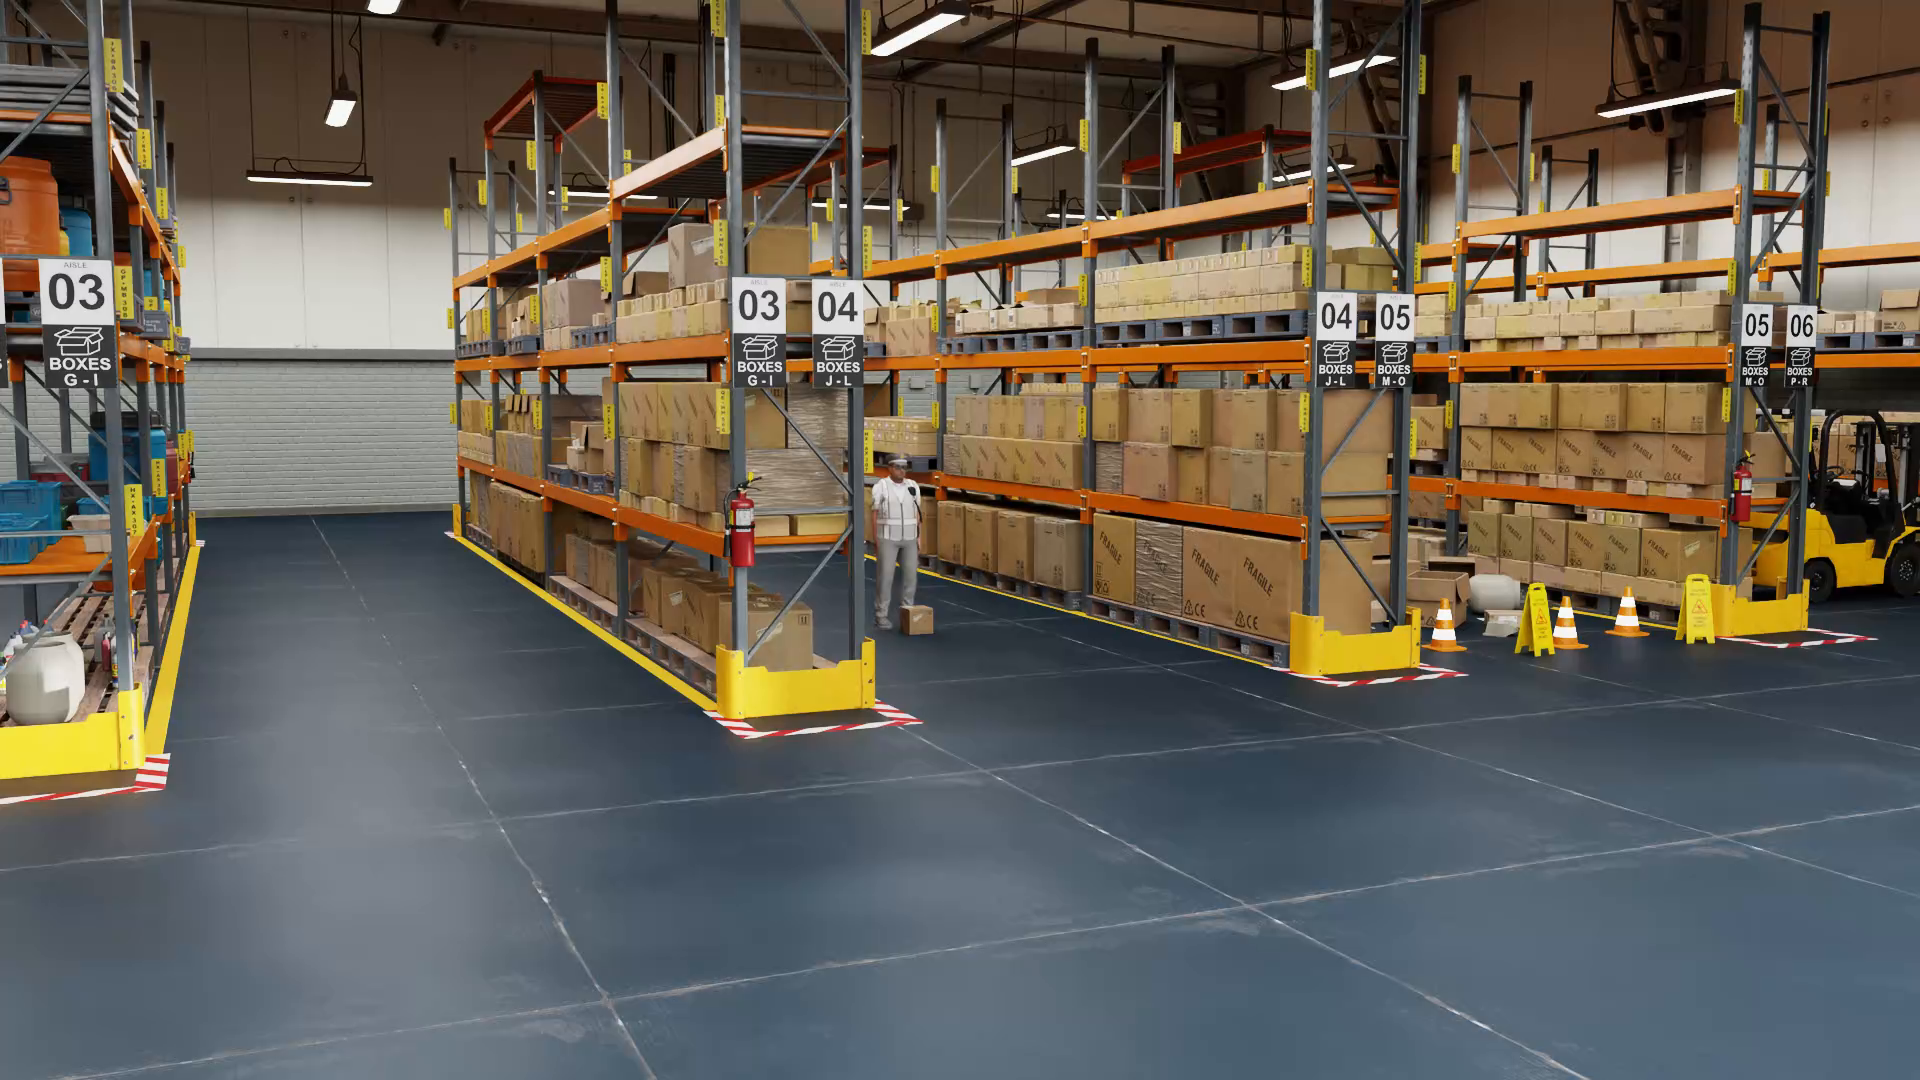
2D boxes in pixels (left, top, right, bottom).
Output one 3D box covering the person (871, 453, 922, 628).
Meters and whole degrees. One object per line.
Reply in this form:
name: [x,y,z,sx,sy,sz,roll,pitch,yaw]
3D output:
person: [-0.621,-0.004,16.746,0.527,1.759,0.393,-2,6,-22]
